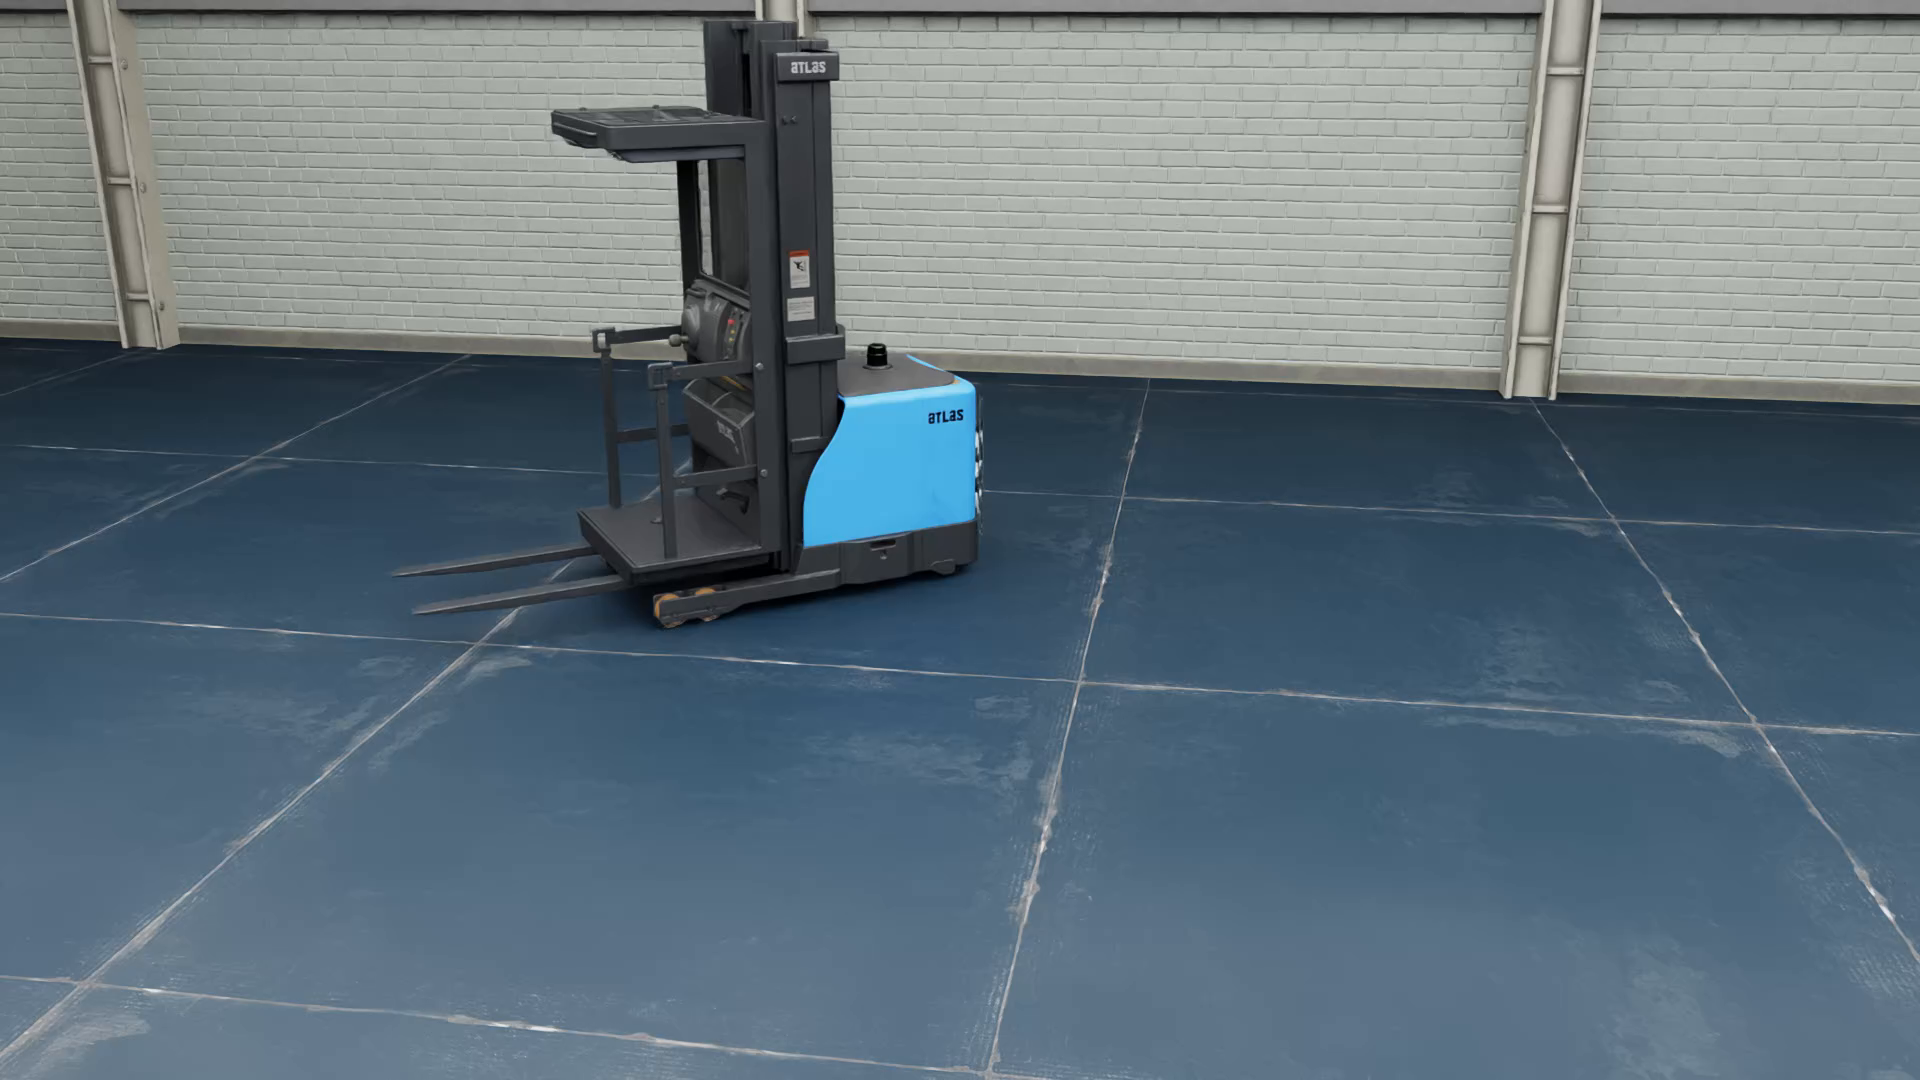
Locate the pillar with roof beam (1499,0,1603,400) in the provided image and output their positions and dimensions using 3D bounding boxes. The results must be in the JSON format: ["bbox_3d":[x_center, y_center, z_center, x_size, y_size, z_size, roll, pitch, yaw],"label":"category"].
[{"bbox_3d":[3.842,-4.080,7.815,0.400,9.000,9.100,3,19,9],"label":"pillar with roof beam"}]

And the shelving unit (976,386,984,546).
[{"bbox_3d":[0.020,-0.434,9.682,0.210,0.900,0.258,2,19,6],"label":"shelving unit"}]

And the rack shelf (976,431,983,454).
[{"bbox_3d":[0.020,-0.573,9.635,0.200,0.077,0.258,2,19,6],"label":"rack shelf"}]

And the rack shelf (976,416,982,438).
[{"bbox_3d":[0.020,-0.658,9.607,0.200,0.077,0.258,2,19,6],"label":"rack shelf"}]

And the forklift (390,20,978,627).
[{"bbox_3d":[-1.450,-1.136,8.579,3.031,2.935,1.130,-9,21,-26],"label":"forklift"}]

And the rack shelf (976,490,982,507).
[{"bbox_3d":[0.020,-0.232,9.750,0.200,0.077,0.258,2,19,6],"label":"rack shelf"}]

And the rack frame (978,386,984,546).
[{"bbox_3d":[0.122,-0.430,9.671,0.006,0.900,0.240,2,19,6],"label":"rack frame"}]

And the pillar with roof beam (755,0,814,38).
[{"bbox_3d":[-2.082,-4.382,8.717,0.400,9.000,9.100,3,19,9],"label":"pillar with roof beam"}]

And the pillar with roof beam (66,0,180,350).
[{"bbox_3d":[-8.006,-4.684,9.620,0.400,9.000,9.100,3,19,9],"label":"pillar with roof beam"}]

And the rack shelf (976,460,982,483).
[{"bbox_3d":[0.020,-0.402,9.692,0.200,0.077,0.258,2,19,6],"label":"rack shelf"}]

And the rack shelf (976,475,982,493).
[{"bbox_3d":[0.020,-0.317,9.721,0.200,0.077,0.258,2,19,6],"label":"rack shelf"}]

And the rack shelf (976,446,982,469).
[{"bbox_3d":[0.020,-0.488,9.664,0.200,0.077,0.258,2,19,6],"label":"rack shelf"}]
